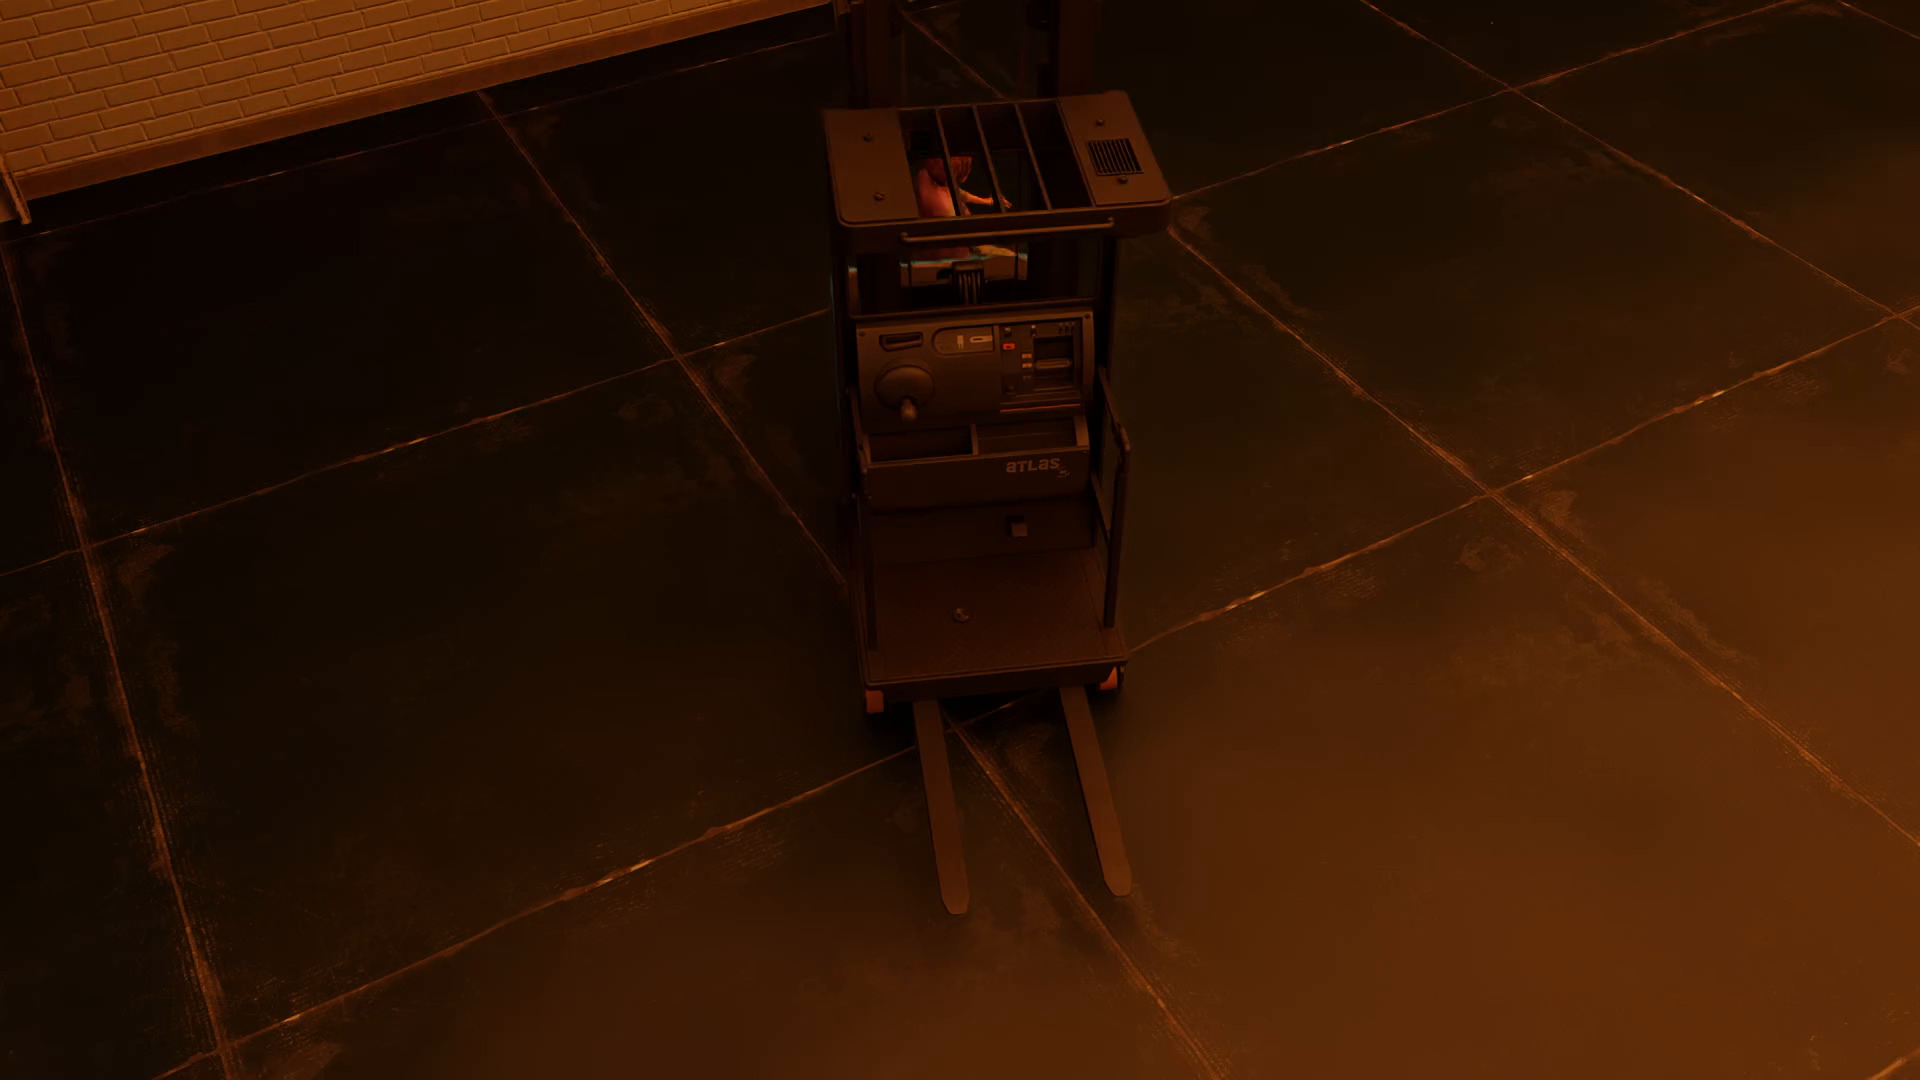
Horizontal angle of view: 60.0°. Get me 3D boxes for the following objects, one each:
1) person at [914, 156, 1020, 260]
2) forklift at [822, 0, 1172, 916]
[{"bbox_3d":[0.084,-1.367,8.321,0.582,1.464,0.695,-15,45,-15],"label":"person"},{"bbox_3d":[0.094,-0.596,6.340,1.130,2.935,3.031,-5,43,-6],"label":"forklift"}]
